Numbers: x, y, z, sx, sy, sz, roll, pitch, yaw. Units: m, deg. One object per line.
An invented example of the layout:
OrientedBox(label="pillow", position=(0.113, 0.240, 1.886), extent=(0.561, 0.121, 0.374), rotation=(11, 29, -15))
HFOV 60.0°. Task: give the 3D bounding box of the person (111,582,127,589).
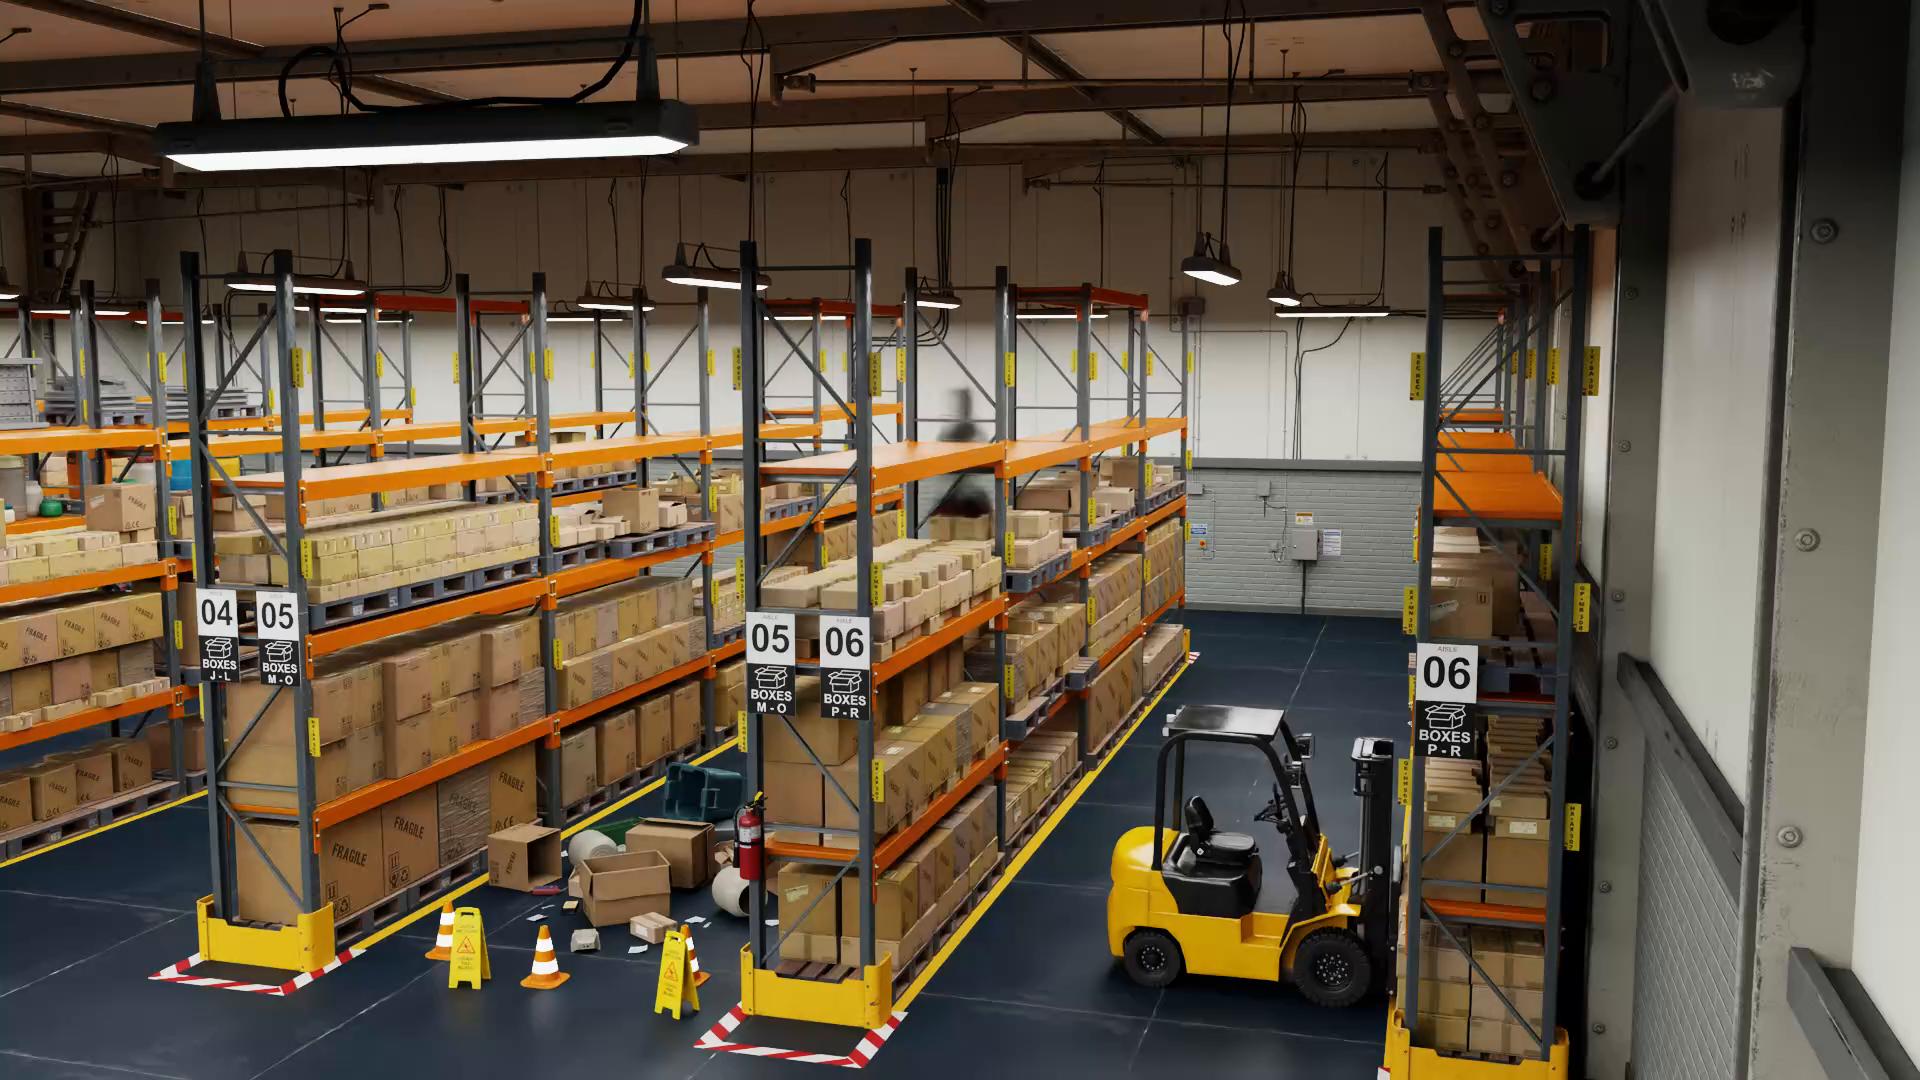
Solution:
OrientedBox(label="person", position=(-14.778, 1.082, 29.471), extent=(0.501, 1.590, 0.667), rotation=(1, 7, 13))
